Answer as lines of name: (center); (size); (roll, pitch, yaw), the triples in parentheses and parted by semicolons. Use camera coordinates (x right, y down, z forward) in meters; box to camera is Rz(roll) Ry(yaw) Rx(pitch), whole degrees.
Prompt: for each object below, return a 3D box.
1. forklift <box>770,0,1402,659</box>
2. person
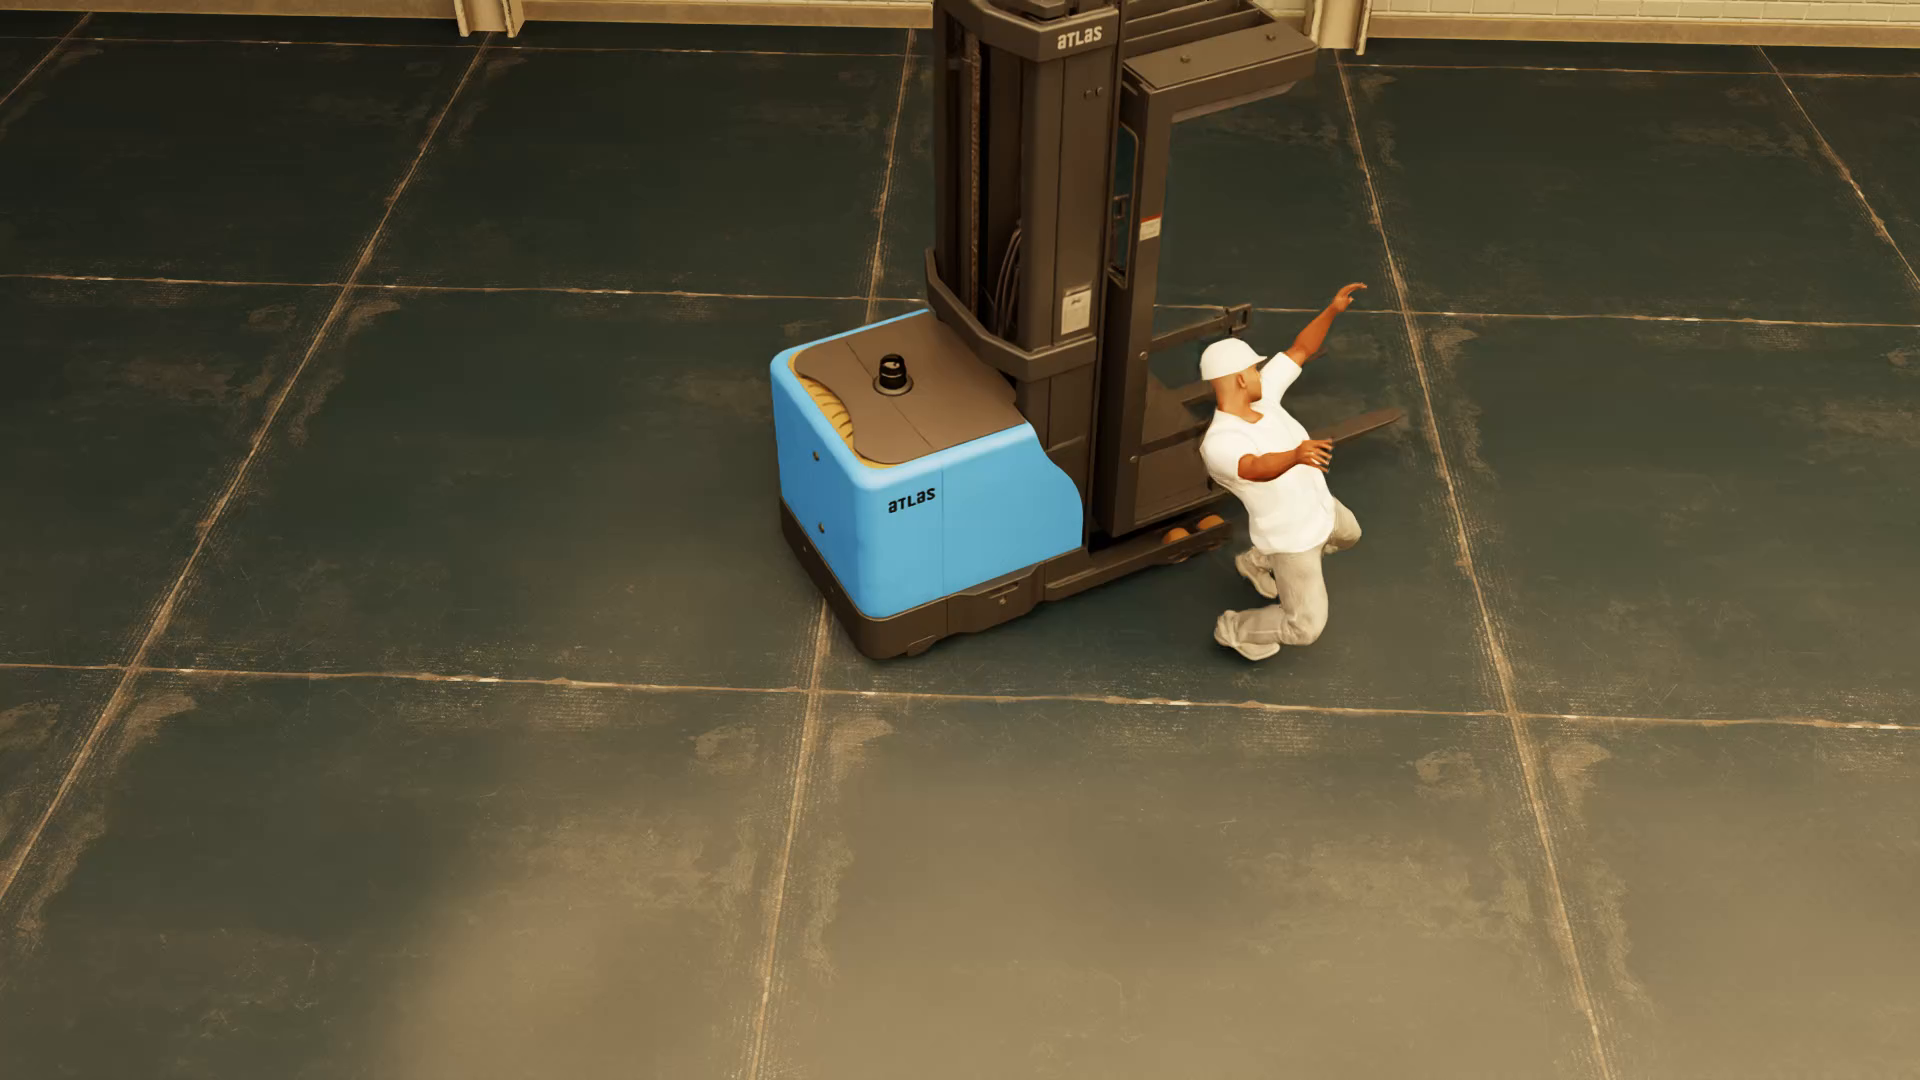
forklift: (0.707, -1.271, 7.134); (3.031, 2.935, 1.130); (-19, 46, -20)
person: (1.272, -0.172, 6.872); (0.753, 1.643, 1.028); (15, 45, 16)
